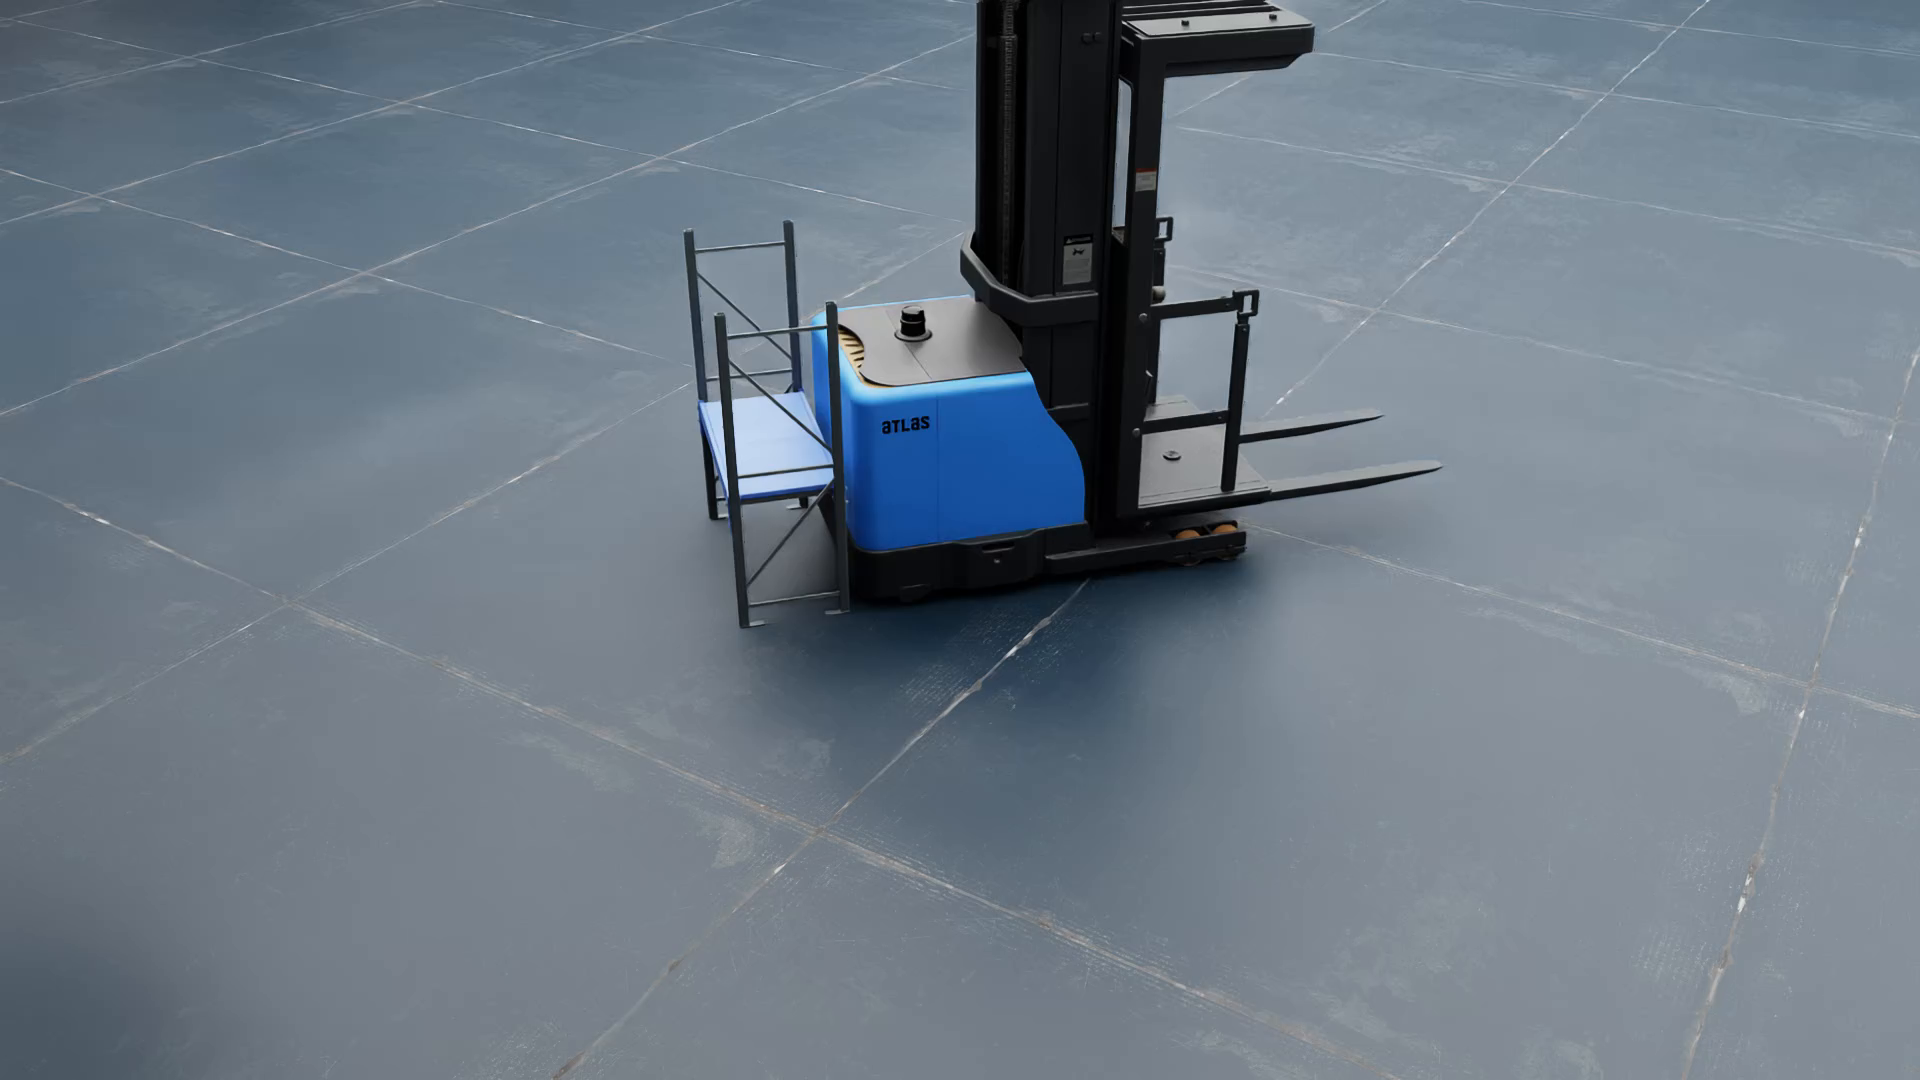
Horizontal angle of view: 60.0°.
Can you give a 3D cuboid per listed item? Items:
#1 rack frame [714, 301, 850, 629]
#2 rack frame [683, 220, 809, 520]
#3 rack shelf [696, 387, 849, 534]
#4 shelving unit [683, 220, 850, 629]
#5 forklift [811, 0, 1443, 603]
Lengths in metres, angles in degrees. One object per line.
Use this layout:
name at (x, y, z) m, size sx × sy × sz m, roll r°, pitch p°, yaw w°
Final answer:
rack frame at (-0.744, -0.291, 7.112) m, size 0.500 × 1.500 × 0.032 m, roll -8°, pitch 31°, yaw -13°
rack frame at (-1.008, -0.786, 7.960) m, size 0.500 × 1.500 × 0.032 m, roll -8°, pitch 31°, yaw -13°
rack shelf at (-0.876, -0.383, 7.627) m, size 0.538 × 0.185 × 1.000 m, roll -8°, pitch 31°, yaw -13°
shelving unit at (-0.876, -0.538, 7.536) m, size 0.538 × 1.500 × 1.048 m, roll -8°, pitch 31°, yaw -13°
forklift at (0.862, -1.391, 7.578) m, size 3.031 × 2.935 × 1.130 m, roll -8°, pitch 31°, yaw -14°
